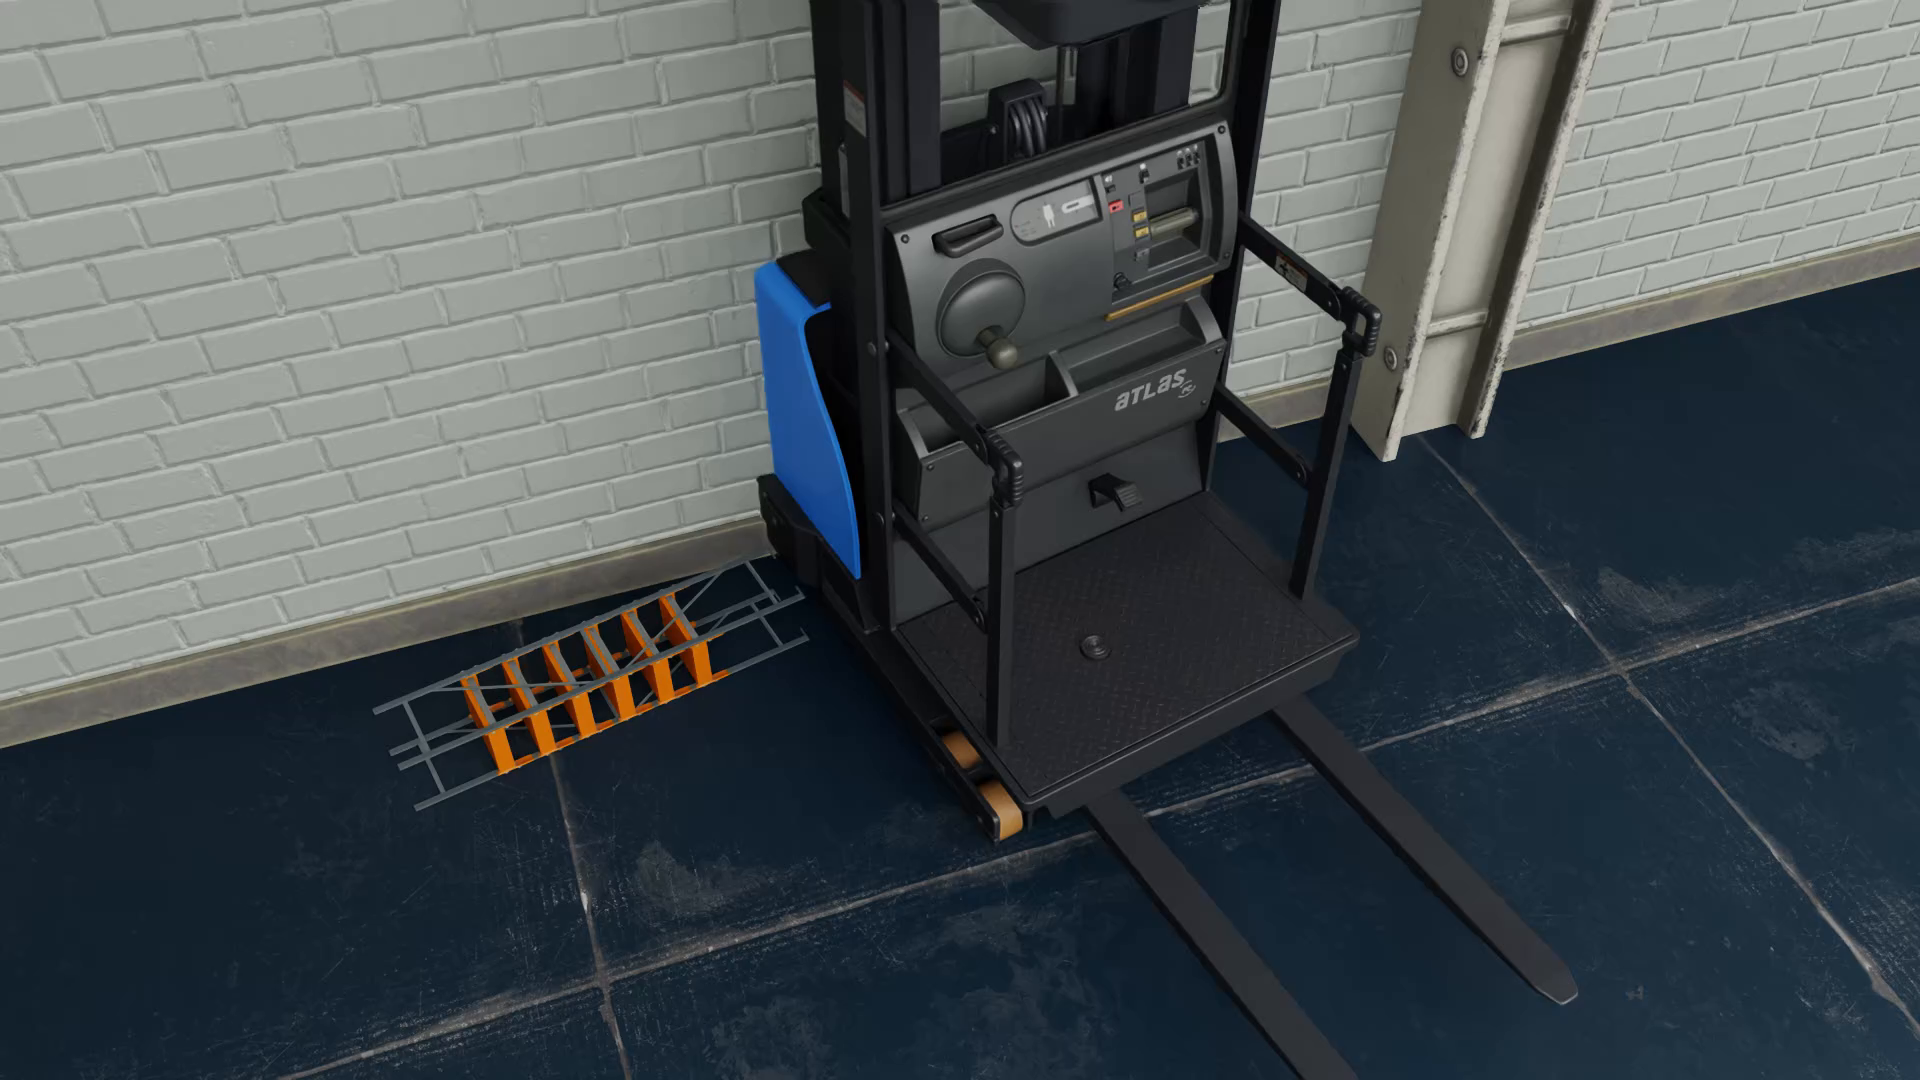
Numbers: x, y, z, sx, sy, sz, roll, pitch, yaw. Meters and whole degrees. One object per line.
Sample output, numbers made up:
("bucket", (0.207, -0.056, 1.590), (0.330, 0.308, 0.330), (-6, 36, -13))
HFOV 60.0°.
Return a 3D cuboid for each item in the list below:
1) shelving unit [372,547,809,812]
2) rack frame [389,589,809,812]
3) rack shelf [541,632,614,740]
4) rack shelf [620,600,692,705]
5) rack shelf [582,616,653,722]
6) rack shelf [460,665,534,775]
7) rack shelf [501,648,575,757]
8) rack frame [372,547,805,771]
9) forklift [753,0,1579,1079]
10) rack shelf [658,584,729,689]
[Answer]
("shelving unit", (-1.023, 0.378, 4.736), (1.200, 0.189, 0.258), (-23, 50, -21))
("rack frame", (-1.023, 0.443, 4.801), (1.200, 0.006, 0.240), (-23, 50, -21))
("rack shelf", (-1.088, 0.406, 4.709), (0.103, 0.180, 0.258), (-23, 50, -21))
("rack shelf", (-0.883, 0.318, 4.796), (0.103, 0.180, 0.258), (-23, 50, -21))
("rack shelf", (-0.985, 0.362, 4.752), (0.103, 0.180, 0.258), (-23, 50, -21))
("rack shelf", (-1.293, 0.494, 4.621), (0.103, 0.180, 0.258), (-23, 50, -21))
("rack shelf", (-1.191, 0.450, 4.665), (0.103, 0.180, 0.258), (-23, 50, -21))
("rack frame", (-1.023, 0.314, 4.671), (1.200, 0.006, 0.240), (-23, 50, -21))
("forklift", (0.379, -0.614, 3.793), (1.130, 2.935, 3.031), (-23, 50, -21))
("rack shelf", (-0.780, 0.274, 4.840), (0.103, 0.180, 0.258), (-23, 50, -21))
